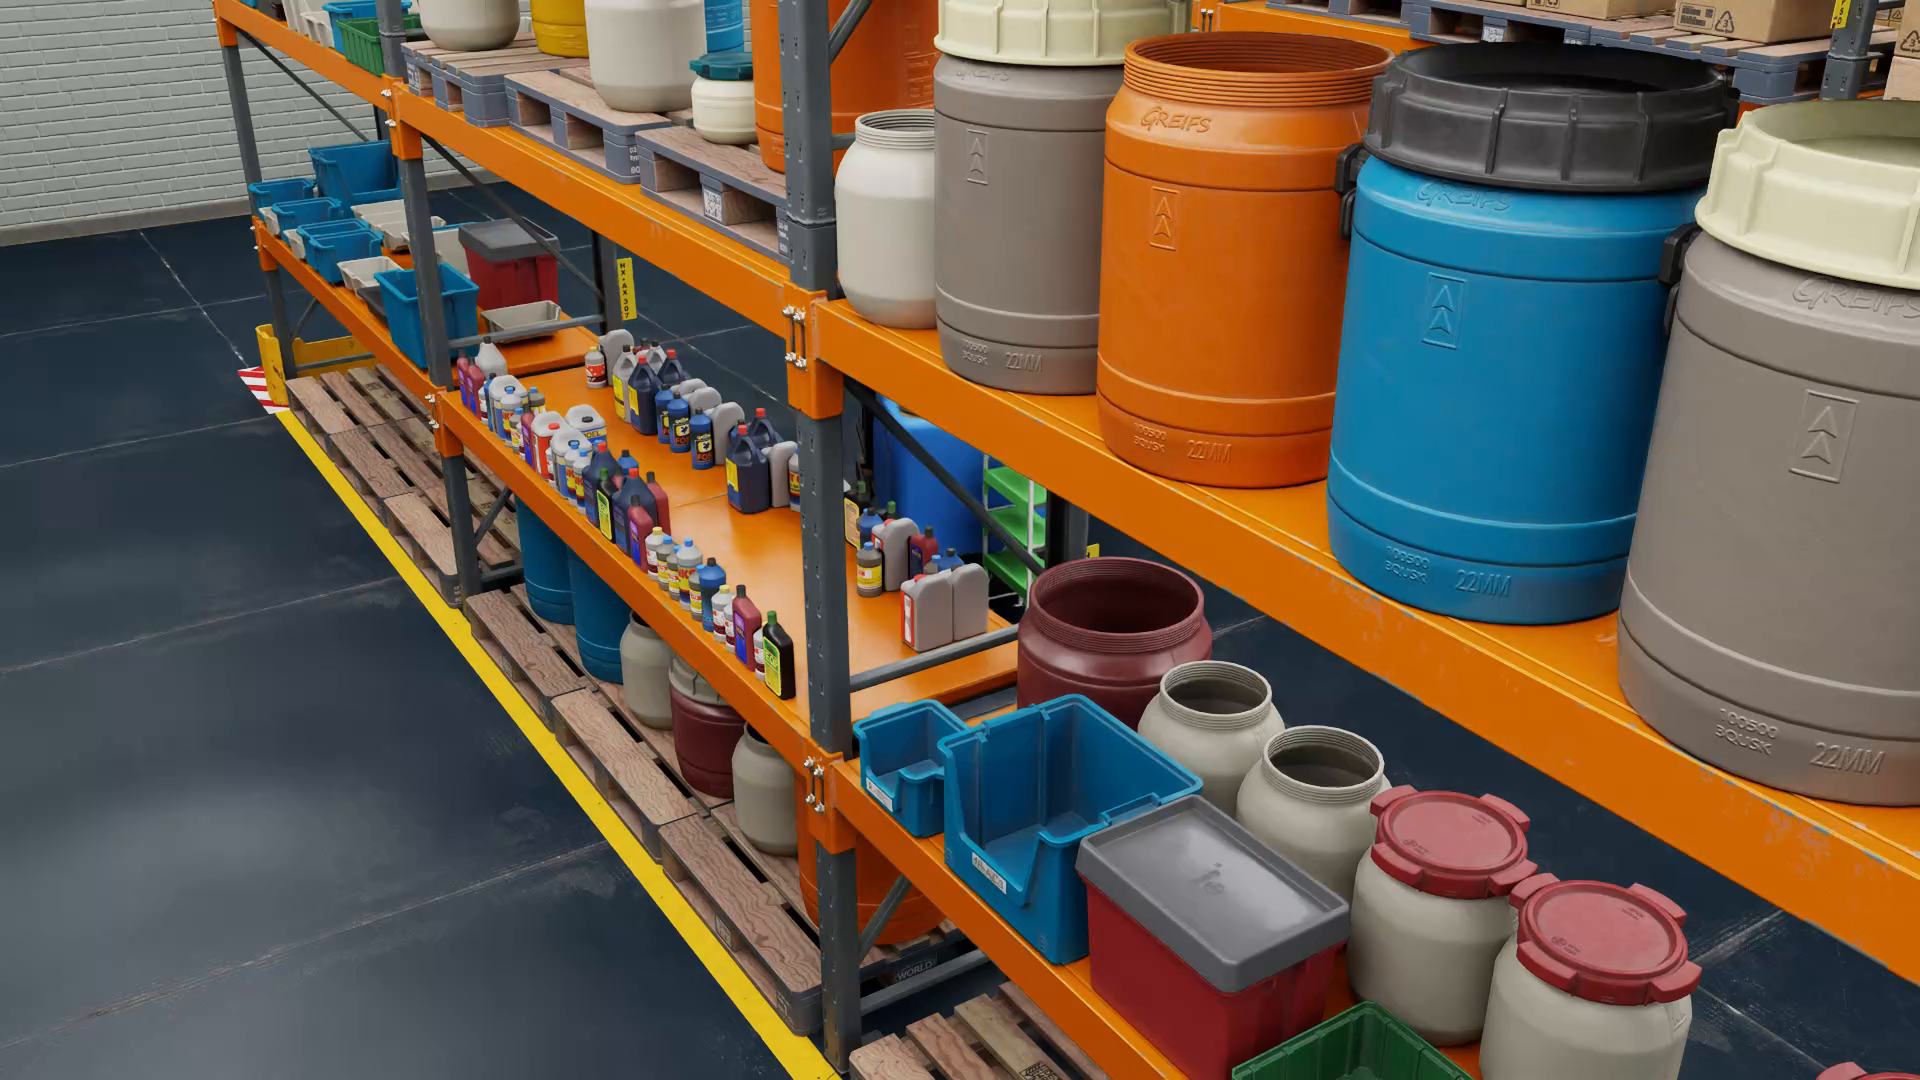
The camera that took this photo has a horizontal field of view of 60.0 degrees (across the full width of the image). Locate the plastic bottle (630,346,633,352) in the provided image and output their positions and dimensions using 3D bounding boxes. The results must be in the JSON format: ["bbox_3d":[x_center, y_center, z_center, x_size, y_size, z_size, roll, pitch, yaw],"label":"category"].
[{"bbox_3d":[-1.639,-0.865,8.301,0.097,0.201,0.097,0,25,0],"label":"plastic bottle"}]

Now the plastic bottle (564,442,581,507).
[{"bbox_3d":[-1.606,-0.281,6.982,0.097,0.271,0.097,0,25,0],"label":"plastic bottle"}]

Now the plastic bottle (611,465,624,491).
[{"bbox_3d":[-1.353,-0.154,6.699,0.061,0.283,0.133,-16,29,-30],"label":"plastic bottle"}]

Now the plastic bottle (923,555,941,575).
[{"bbox_3d":[-0.087,0.152,6.146,0.097,0.201,0.097,0,25,0],"label":"plastic bottle"}]

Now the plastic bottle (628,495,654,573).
[{"bbox_3d":[-1.230,-0.026,6.428,0.061,0.283,0.133,-16,29,-30],"label":"plastic bottle"}]

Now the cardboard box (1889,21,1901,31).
[{"bbox_3d":[9.489,-4.853,16.400,0.500,0.500,0.500,-16,30,-31],"label":"cardboard box"}]

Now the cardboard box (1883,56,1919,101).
[{"bbox_3d":[4.165,-1.840,6.796,0.500,0.250,0.500,-15,29,-29],"label":"cardboard box"}]

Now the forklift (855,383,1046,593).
[{"bbox_3d":[-0.061,-1.614,9.737,1.130,2.935,3.031,-4,25,-7],"label":"forklift"}]

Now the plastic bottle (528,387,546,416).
[{"bbox_3d":[-1.984,-0.616,7.774,0.097,0.201,0.097,0,25,0],"label":"plastic bottle"}]

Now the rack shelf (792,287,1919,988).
[{"bbox_3d":[1.064,0.060,3.439,1.077,0.370,4.000,-16,29,-30],"label":"rack shelf"}]

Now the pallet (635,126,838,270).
[{"bbox_3d":[-0.364,-1.192,5.469,1.003,0.211,1.213,-16,29,-30],"label":"pallet"}]

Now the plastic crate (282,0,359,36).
[{"bbox_3d":[-3.444,-2.924,9.056,0.437,0.282,0.530,-16,29,-30],"label":"plastic crate"}]

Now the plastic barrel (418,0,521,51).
[{"bbox_3d":[-2.134,-2.416,7.190,0.433,0.535,0.433,0,25,0],"label":"plastic barrel"}]

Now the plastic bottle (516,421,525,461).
[{"bbox_3d":[-1.932,-0.463,7.449,0.097,0.201,0.097,0,25,0],"label":"plastic bottle"}]

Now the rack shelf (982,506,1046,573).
[{"bbox_3d":[0.338,-0.018,8.532,0.258,0.148,0.480,-12,28,-24],"label":"rack shelf"}]

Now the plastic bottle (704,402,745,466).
[{"bbox_3d":[-1.051,-0.491,7.423,0.152,0.276,0.135,-16,29,-30],"label":"plastic bottle"}]

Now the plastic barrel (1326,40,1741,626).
[{"bbox_3d":[0.982,-0.376,2.932,0.600,0.901,0.708,-16,29,-30],"label":"plastic barrel"}]

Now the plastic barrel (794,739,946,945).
[{"bbox_3d":[-0.309,0.996,6.177,0.600,0.830,0.708,-16,29,-30],"label":"plastic barrel"}]

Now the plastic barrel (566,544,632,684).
[{"bbox_3d":[-1.542,0.156,7.873,0.600,0.901,0.708,-16,29,-30],"label":"plastic barrel"}]

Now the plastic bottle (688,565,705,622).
[{"bbox_3d":[-0.939,0.187,6.072,0.097,0.201,0.097,0,25,0],"label":"plastic bottle"}]

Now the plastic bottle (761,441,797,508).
[{"bbox_3d":[-0.750,-0.295,7.006,0.152,0.276,0.135,-16,29,-30],"label":"plastic bottle"}]

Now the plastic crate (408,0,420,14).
[{"bbox_3d":[-3.059,-3.042,9.475,0.437,0.136,0.530,-16,29,-30],"label":"plastic crate"}]

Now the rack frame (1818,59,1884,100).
[{"bbox_3d":[4.122,-0.779,7.886,1.000,3.000,0.127,-16,29,-30],"label":"rack frame"}]

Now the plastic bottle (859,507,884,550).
[{"bbox_3d":[-0.337,0.004,6.378,0.097,0.271,0.097,0,25,0],"label":"plastic bottle"}]

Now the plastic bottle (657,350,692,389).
[{"bbox_3d":[-1.335,-0.714,7.807,0.144,0.351,0.185,-16,29,-30],"label":"plastic bottle"}]

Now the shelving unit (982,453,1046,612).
[{"bbox_3d":[0.338,-0.076,8.505,0.258,1.200,0.503,-12,28,-24],"label":"shelving unit"}]

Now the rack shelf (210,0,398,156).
[{"bbox_3d":[-3.303,-2.802,9.500,1.077,0.370,4.000,-16,29,-30],"label":"rack shelf"}]

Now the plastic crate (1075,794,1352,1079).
[{"bbox_3d":[0.598,0.996,4.052,0.402,0.464,0.583,-16,29,-30],"label":"plastic crate"}]

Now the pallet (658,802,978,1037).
[{"bbox_3d":[-0.493,1.364,6.613,1.003,0.211,1.213,-16,29,-30],"label":"pallet"}]

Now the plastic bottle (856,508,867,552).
[{"bbox_3d":[-0.359,-0.026,6.524,0.097,0.201,0.097,0,25,0],"label":"plastic bottle"}]

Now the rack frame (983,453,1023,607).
[{"bbox_3d":[0.230,-0.169,8.703,0.240,1.200,0.015,-12,28,-24],"label":"rack frame"}]

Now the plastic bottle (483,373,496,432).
[{"bbox_3d":[-2.165,-0.647,7.758,0.097,0.271,0.097,0,25,0],"label":"plastic bottle"}]

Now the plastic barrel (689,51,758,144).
[{"bbox_3d":[-0.736,-1.458,5.481,0.301,0.262,0.301,0,25,0],"label":"plastic barrel"}]

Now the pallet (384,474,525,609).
[{"bbox_3d":[-2.645,-0.048,9.605,1.003,0.211,1.213,-16,29,-30],"label":"pallet"}]

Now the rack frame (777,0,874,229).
[{"bbox_3d":[-0.028,-2.338,4.160,1.000,3.000,0.127,-16,29,-30],"label":"rack frame"}]

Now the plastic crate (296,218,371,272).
[{"bbox_3d":[-3.817,-1.801,10.178,0.416,0.233,0.300,-16,29,-30],"label":"plastic crate"}]

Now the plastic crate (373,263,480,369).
[{"bbox_3d":[-2.752,-1.163,8.648,0.392,0.384,0.575,-16,29,-30],"label":"plastic crate"}]

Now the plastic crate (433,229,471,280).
[{"bbox_3d":[-2.891,-1.618,9.732,0.437,0.282,0.530,-16,29,-30],"label":"plastic crate"}]

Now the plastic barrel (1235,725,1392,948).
[{"bbox_3d":[0.943,0.794,4.424,0.421,0.512,0.421,0,25,0],"label":"plastic barrel"}]

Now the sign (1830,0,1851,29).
[{"bbox_3d":[3.652,-2.279,6.851,0.100,0.325,0.005,-16,29,-30],"label":"sign"}]

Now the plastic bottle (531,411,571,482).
[{"bbox_3d":[-1.773,-0.414,7.258,0.152,0.276,0.135,-16,29,-30],"label":"plastic bottle"}]

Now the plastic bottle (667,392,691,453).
[{"bbox_3d":[-1.272,-0.537,7.524,0.097,0.271,0.097,0,25,0],"label":"plastic bottle"}]

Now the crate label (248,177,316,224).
[{"bbox_3d":[-4.536,-2.272,11.176,0.416,0.233,0.303,-16,29,-30],"label":"crate label"}]

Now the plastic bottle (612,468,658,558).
[{"bbox_3d":[-1.282,-0.123,6.555,0.144,0.351,0.185,-16,29,-30],"label":"plastic bottle"}]

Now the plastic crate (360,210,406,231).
[{"bbox_3d":[-3.652,-2.037,10.791,0.396,0.136,0.243,-16,29,-30],"label":"plastic crate"}]

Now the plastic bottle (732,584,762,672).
[{"bbox_3d":[-0.732,0.300,5.737,0.061,0.283,0.133,-16,29,-30],"label":"plastic bottle"}]
